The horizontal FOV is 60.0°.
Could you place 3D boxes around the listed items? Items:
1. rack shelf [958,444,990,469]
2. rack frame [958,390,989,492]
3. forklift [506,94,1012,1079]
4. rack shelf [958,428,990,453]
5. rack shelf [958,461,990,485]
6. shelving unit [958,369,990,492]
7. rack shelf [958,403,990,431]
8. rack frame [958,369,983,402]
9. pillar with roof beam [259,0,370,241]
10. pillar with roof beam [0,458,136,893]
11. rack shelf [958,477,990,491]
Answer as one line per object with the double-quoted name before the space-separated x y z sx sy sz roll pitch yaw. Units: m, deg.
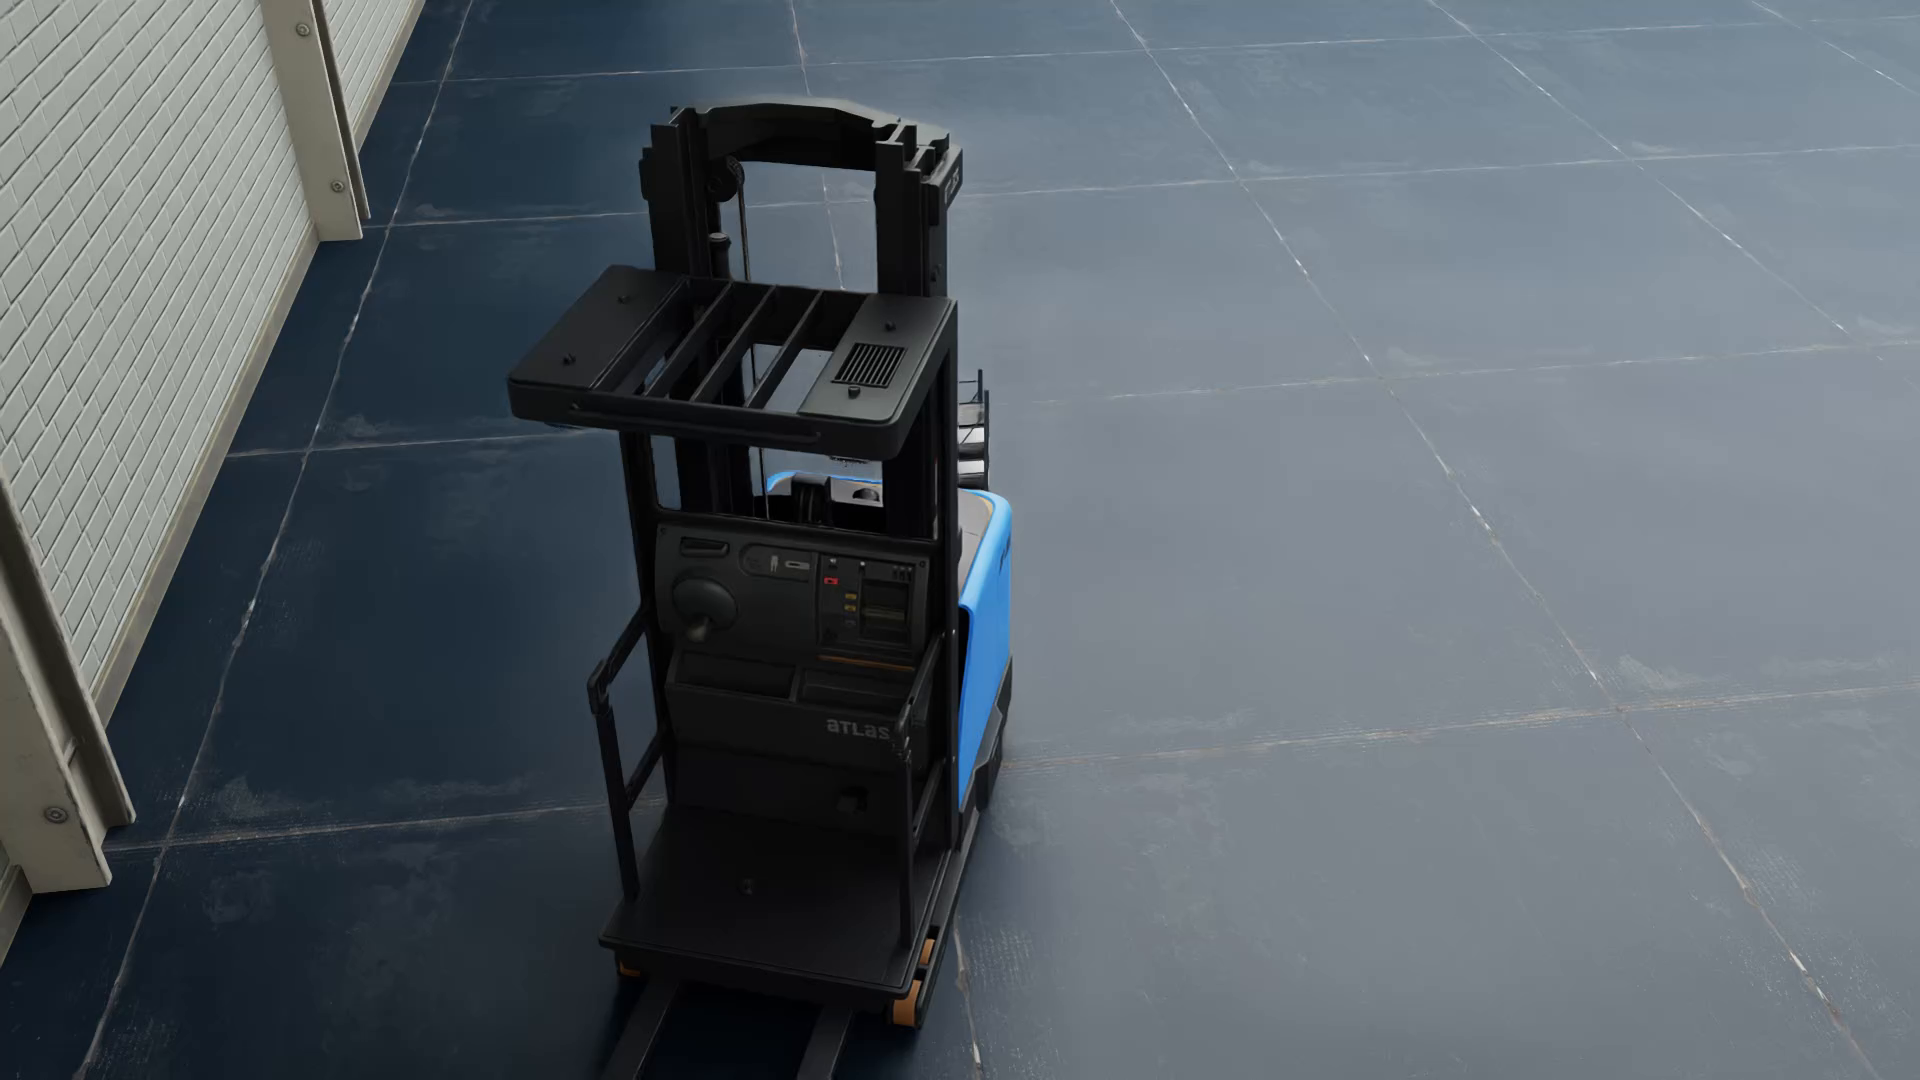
"rack shelf" 0.001 -0.414 7.958 0.258 0.077 0.200 -4 35 -6
"rack frame" 0.015 -0.311 7.907 0.240 0.900 0.006 -4 35 -6
"forklift" -0.601 0.241 5.294 1.130 2.935 3.031 7 35 10
"rack shelf" 0.001 -0.489 7.907 0.258 0.077 0.200 -4 35 -6
"rack shelf" 0.001 -0.340 8.009 0.258 0.077 0.200 -4 35 -6
"shelving unit" 0.001 -0.367 7.990 0.258 0.900 0.210 -4 35 -6
"rack shelf" 0.001 -0.563 7.857 0.258 0.077 0.200 -4 35 -6
"rack frame" -0.013 -0.424 8.073 0.240 0.900 0.006 -4 35 -6
"pillar with roof beam" 0.044 -6.176 9.322 9.100 9.000 0.400 -4 35 -6
"pillar with roof beam" 0.851 -2.828 4.409 9.100 9.000 0.400 -4 35 -6
"rack shelf" 0.001 -0.265 8.059 0.258 0.077 0.200 -4 35 -6
